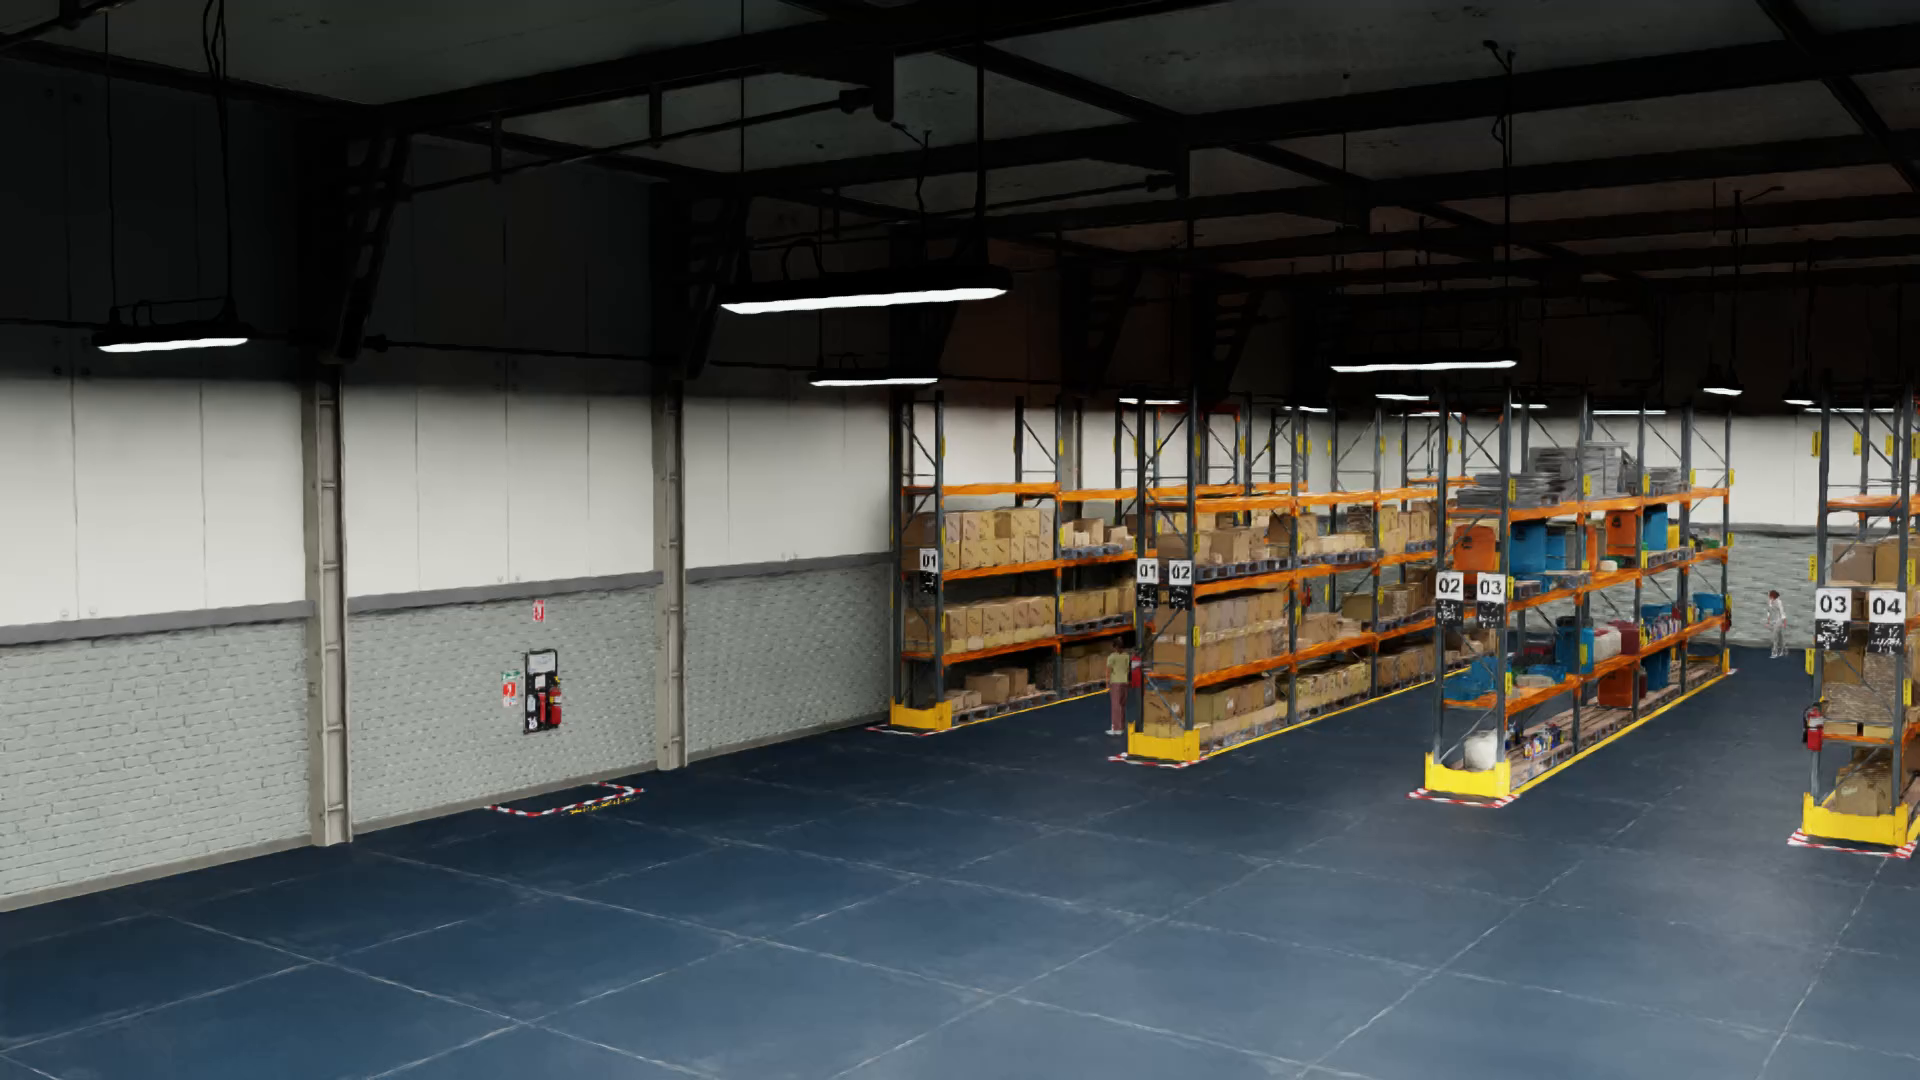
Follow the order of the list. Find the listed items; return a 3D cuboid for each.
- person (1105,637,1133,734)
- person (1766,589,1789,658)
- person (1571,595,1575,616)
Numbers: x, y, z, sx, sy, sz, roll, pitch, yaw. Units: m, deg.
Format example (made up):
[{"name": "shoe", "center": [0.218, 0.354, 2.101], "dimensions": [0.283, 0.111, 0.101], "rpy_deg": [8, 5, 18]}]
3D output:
[{"name": "person", "center": [2.786, 2.506, 28.960], "dimensions": [0.534, 1.639, 0.437], "rpy_deg": [-2, 4, -28]}, {"name": "person", "center": [19.510, 1.984, 39.673], "dimensions": [0.529, 1.613, 0.508], "rpy_deg": [0, 3, 0]}, {"name": "person", "center": [13.567, 2.041, 36.485], "dimensions": [0.679, 1.785, 0.579], "rpy_deg": [-3, 4, -43]}]
